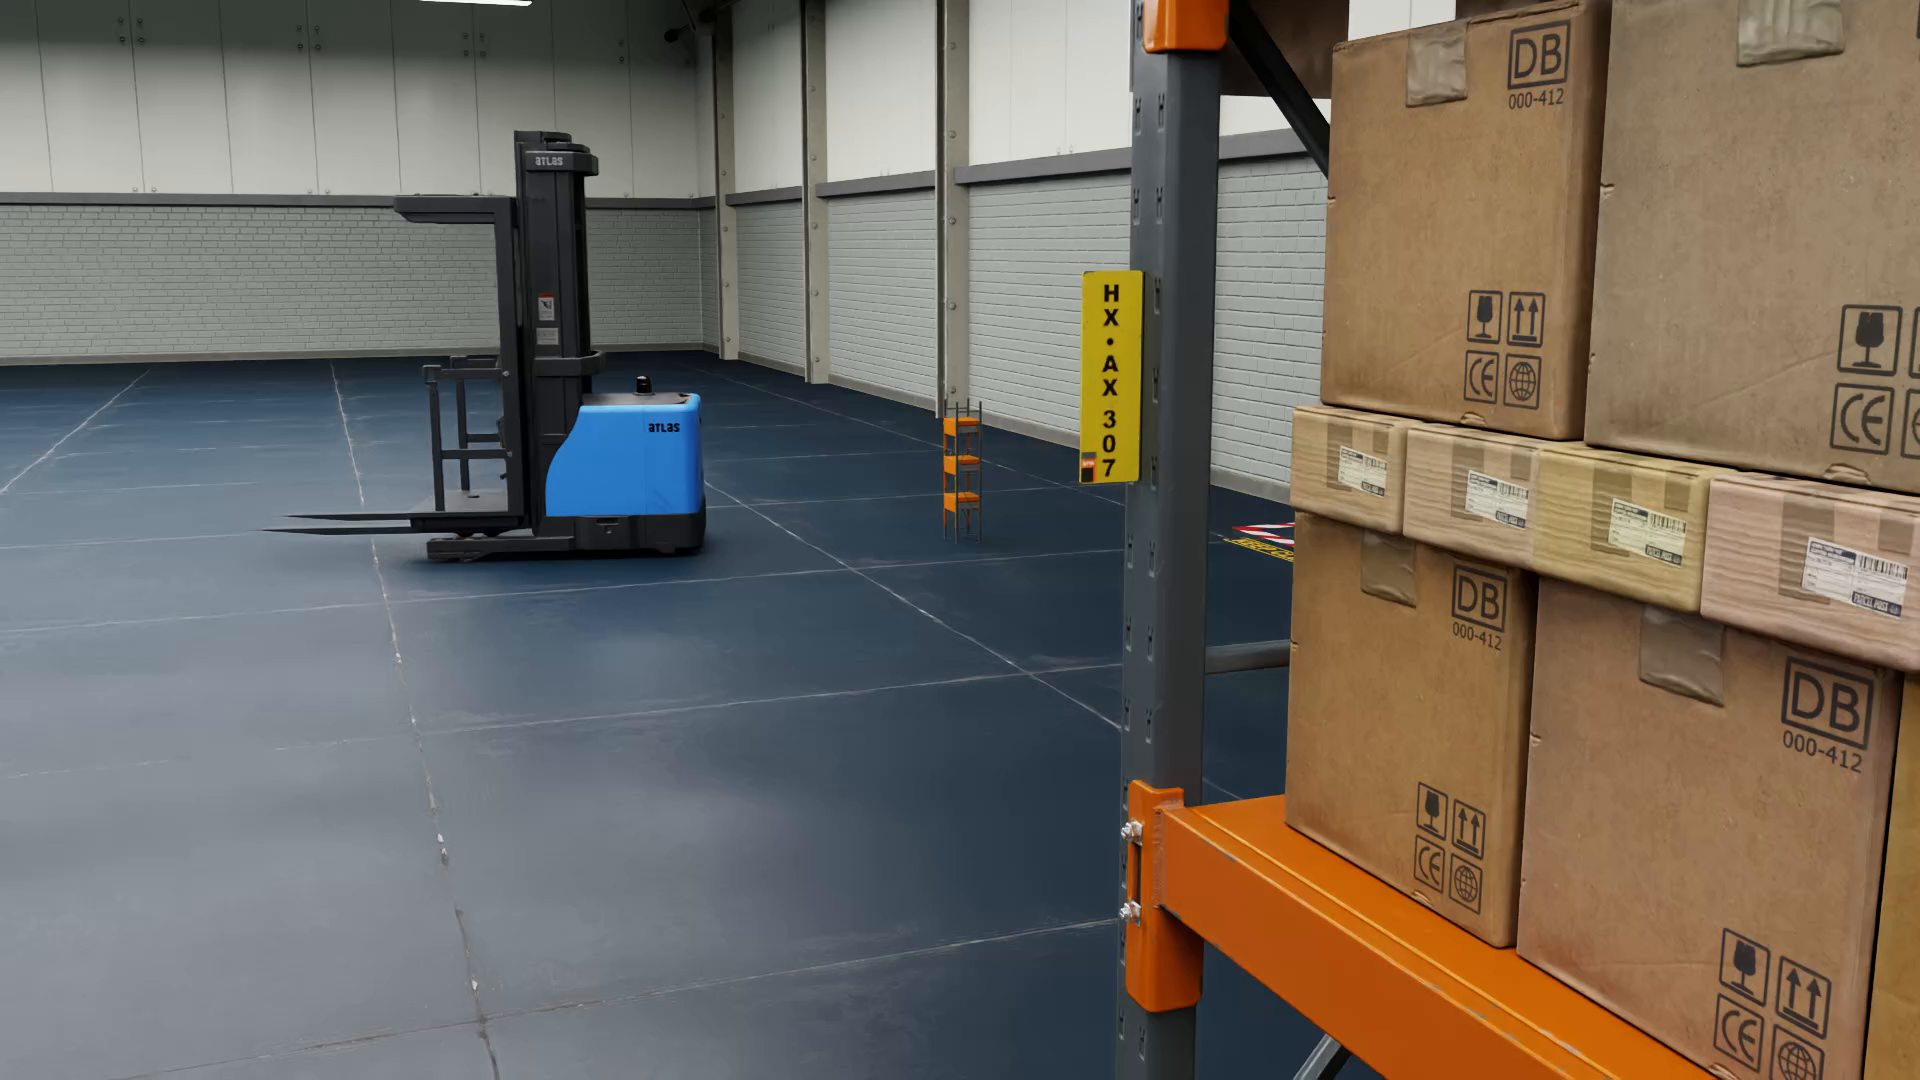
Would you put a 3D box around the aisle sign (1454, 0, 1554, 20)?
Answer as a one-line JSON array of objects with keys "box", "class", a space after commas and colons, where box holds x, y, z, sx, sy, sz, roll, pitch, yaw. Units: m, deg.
[{"box": [1.002, -1.129, 2.778, 0.394, 0.787, 0.004, -4, 11, -21], "class": "aisle sign"}]

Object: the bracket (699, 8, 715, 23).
[{"box": [-4.624, -9.607, 30.458, 0.235, 0.232, 0.430, -4, 11, -21], "class": "bracket"}]

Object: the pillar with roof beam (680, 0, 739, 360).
[{"box": [-8.456, -7.652, 29.745, 9.100, 9.000, 0.548, -4, 11, -21], "class": "pillar with roof beam"}]

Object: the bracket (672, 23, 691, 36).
[{"box": [-5.570, -10.033, 32.853, 0.076, 0.066, 3.189, -4, 11, -21], "class": "bracket"}]

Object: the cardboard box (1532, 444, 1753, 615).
[{"box": [0.881, -0.027, 1.867, 0.380, 0.149, 0.250, -4, 11, -21], "class": "cardboard box"}]

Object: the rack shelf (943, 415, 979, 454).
[{"box": [0.019, -0.777, 12.231, 0.215, 0.259, 0.240, -4, 11, -21], "class": "rack shelf"}]

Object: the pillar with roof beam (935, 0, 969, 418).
[{"box": [-4.108, -5.694, 18.733, 9.100, 9.000, 0.400, -4, 11, -21], "class": "pillar with roof beam"}]

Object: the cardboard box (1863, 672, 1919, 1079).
[{"box": [1.279, 0.375, 1.461, 0.700, 0.500, 0.500, -4, 11, -21], "class": "cardboard box"}]

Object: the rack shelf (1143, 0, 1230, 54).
[{"box": [1.477, -0.616, 0.805, 1.077, 0.370, 4.000, -4, 11, -21], "class": "rack shelf"}]

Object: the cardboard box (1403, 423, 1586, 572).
[{"box": [0.792, -0.067, 2.097, 0.380, 0.149, 0.250, -4, 11, -22], "class": "cardboard box"}]

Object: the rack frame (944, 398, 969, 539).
[{"box": [-0.025, -0.528, 12.391, 0.200, 1.050, 0.008, -4, 11, -21], "class": "rack frame"}]

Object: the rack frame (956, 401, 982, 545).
[{"box": [0.064, -0.488, 12.167, 0.200, 1.050, 0.008, -4, 11, -21], "class": "rack frame"}]

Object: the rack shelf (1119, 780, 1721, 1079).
[{"box": [1.477, 0.861, 1.068, 1.077, 0.370, 4.000, -4, 11, -21], "class": "rack shelf"}]

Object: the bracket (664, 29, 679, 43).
[{"box": [-5.784, -10.130, 33.395, 0.235, 0.232, 0.430, -4, 11, -21], "class": "bracket"}]

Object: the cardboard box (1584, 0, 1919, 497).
[{"box": [1.124, -0.336, 1.756, 0.700, 0.500, 0.500, -4, 11, -22], "class": "cardboard box"}]

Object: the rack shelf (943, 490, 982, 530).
[{"box": [0.019, -0.224, 12.330, 0.215, 0.259, 0.240, -4, 11, -21], "class": "rack shelf"}]

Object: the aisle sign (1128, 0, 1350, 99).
[{"box": [0.443, -1.091, 2.564, 0.394, 0.787, 0.004, -4, 11, -21], "class": "aisle sign"}]

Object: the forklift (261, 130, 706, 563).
[{"box": [-3.388, -1.383, 11.826, 3.031, 2.935, 1.130, -1, 10, -6], "class": "forklift"}]

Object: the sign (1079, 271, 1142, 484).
[{"box": [0.233, -0.250, 2.565, 0.100, 0.325, 0.005, -4, 11, -21], "class": "sign"}]

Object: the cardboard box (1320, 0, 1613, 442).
[{"box": [0.928, -0.422, 2.237, 0.700, 0.500, 0.500, -4, 11, -21], "class": "cardboard box"}]

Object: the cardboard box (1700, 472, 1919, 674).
[{"box": [0.970, 0.015, 1.635, 0.380, 0.149, 0.250, -4, 11, -22], "class": "cardboard box"}]

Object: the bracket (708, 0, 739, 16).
[{"box": [-3.691, -9.187, 28.094, 0.076, 0.066, 4.783, -4, 11, -21], "class": "bracket"}]

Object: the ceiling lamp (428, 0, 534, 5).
[{"box": [-7.667, -9.854, 25.454, 2.000, 3.185, 0.800, -4, 11, -21], "class": "ceiling lamp"}]

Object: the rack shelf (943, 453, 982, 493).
[{"box": [0.019, -0.498, 12.281, 0.215, 0.259, 0.240, -4, 11, -21], "class": "rack shelf"}]

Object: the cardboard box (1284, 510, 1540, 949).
[{"box": [0.909, 0.208, 2.399, 0.700, 0.500, 0.500, -4, 11, -21], "class": "cardboard box"}]

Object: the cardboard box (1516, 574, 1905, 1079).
[{"box": [1.104, 0.294, 1.919, 0.700, 0.500, 0.500, -4, 11, -19], "class": "cardboard box"}]

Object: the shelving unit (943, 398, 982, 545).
[{"box": [0.019, -0.508, 12.279, 0.215, 1.050, 0.252, -4, 11, -21], "class": "shelving unit"}]

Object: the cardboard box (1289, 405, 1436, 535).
[{"box": [0.693, -0.110, 2.338, 0.380, 0.149, 0.250, -4, 11, -21], "class": "cardboard box"}]

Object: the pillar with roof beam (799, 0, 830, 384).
[{"box": [-6.282, -6.673, 24.239, 9.100, 9.000, 0.400, -4, 11, -21], "class": "pillar with roof beam"}]
